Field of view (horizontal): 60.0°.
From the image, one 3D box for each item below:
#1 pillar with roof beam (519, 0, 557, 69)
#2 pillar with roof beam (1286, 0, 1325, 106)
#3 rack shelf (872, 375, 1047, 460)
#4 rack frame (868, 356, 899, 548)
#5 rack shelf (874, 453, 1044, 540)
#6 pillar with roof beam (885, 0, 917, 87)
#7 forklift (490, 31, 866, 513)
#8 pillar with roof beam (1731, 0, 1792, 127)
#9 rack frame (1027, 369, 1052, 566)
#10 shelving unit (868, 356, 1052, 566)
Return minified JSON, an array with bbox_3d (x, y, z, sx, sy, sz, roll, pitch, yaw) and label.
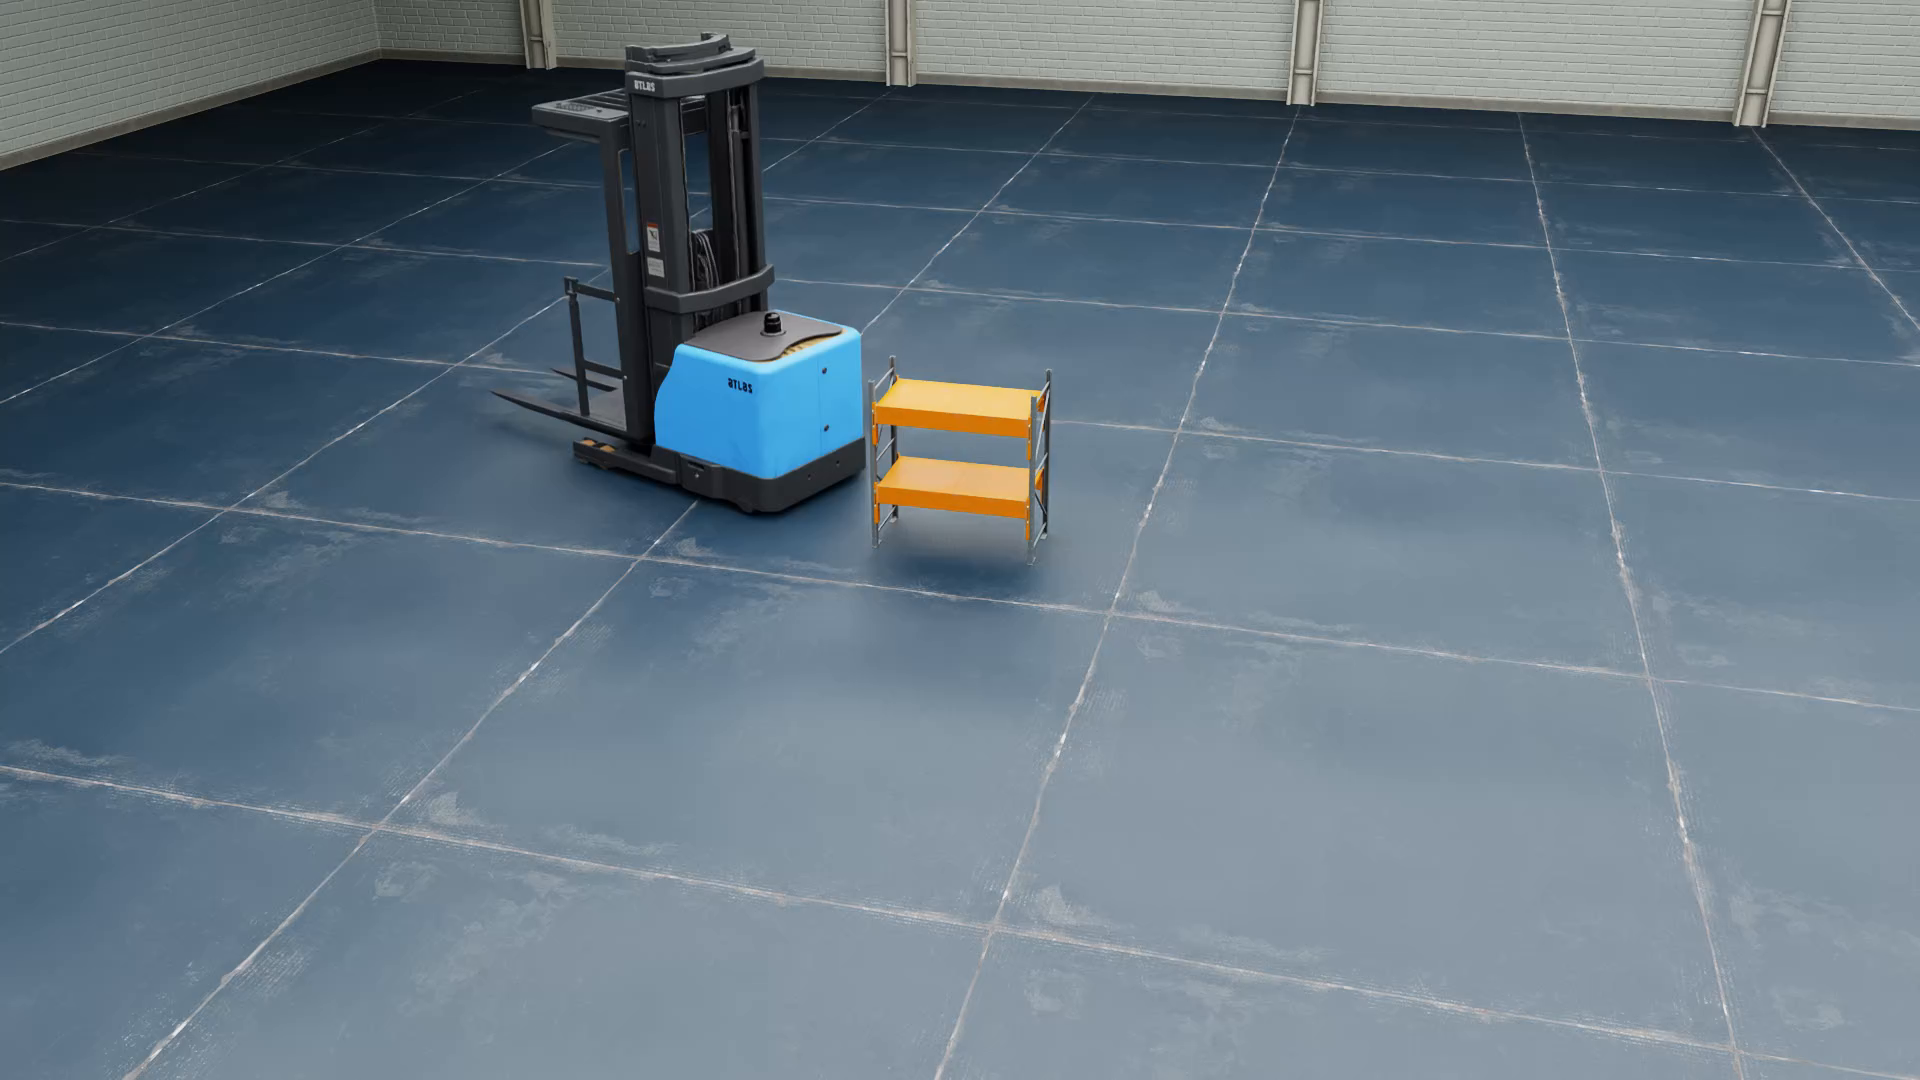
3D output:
[{"bbox_3d":[-7.776,-9.855,20.981,0.400,9.000,9.100,6,26,13],"label":"pillar with roof beam"},{"bbox_3d":[3.846,-8.570,18.282,0.400,9.000,9.100,6,26,13],"label":"pillar with roof beam"},{"bbox_3d":[0.007,-0.771,10.381,1.000,0.278,0.538,6,26,13],"label":"rack shelf"},{"bbox_3d":[-0.486,-0.562,10.621,0.032,1.125,0.500,6,26,13],"label":"rack frame"},{"bbox_3d":[0.007,-0.286,10.612,1.000,0.278,0.538,6,26,13],"label":"rack shelf"},{"bbox_3d":[-1.965,-9.212,19.632,0.400,9.000,9.100,6,26,13],"label":"pillar with roof beam"},{"bbox_3d":[-2.148,-1.988,11.517,3.031,2.935,1.130,17,31,32],"label":"forklift"},{"bbox_3d":[9.657,-7.928,16.933,0.400,9.000,9.100,6,26,13],"label":"pillar with roof beam"},{"bbox_3d":[0.499,-0.453,10.392,0.032,1.125,0.500,6,26,13],"label":"rack frame"},{"bbox_3d":[0.007,-0.507,10.507,1.048,1.125,0.538,6,26,13],"label":"shelving unit"}]
